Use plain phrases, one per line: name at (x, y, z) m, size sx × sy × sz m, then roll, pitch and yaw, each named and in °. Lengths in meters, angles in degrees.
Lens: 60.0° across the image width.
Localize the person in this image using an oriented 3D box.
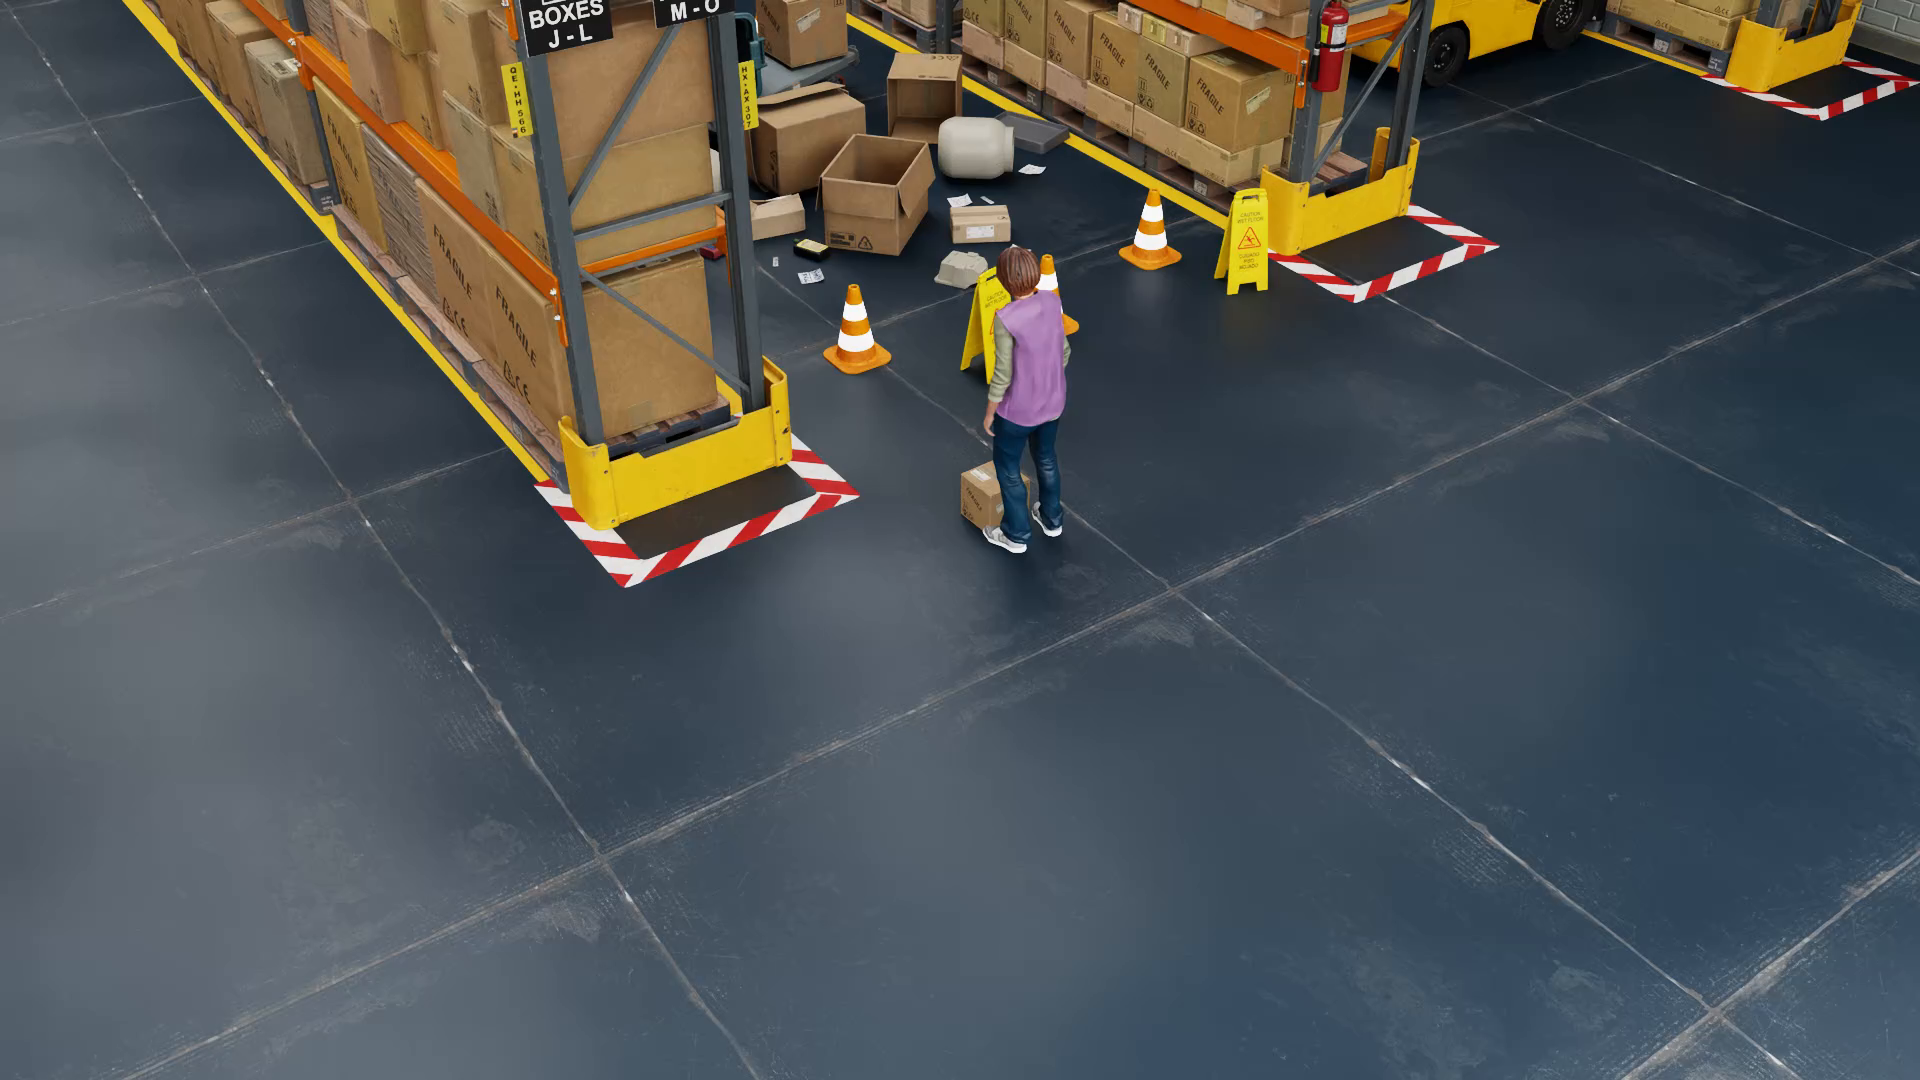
person at (0.318, -0.643, 7.865) m, size 0.485 × 1.593 × 0.343 m, roll -25°, pitch 44°, yaw -30°
